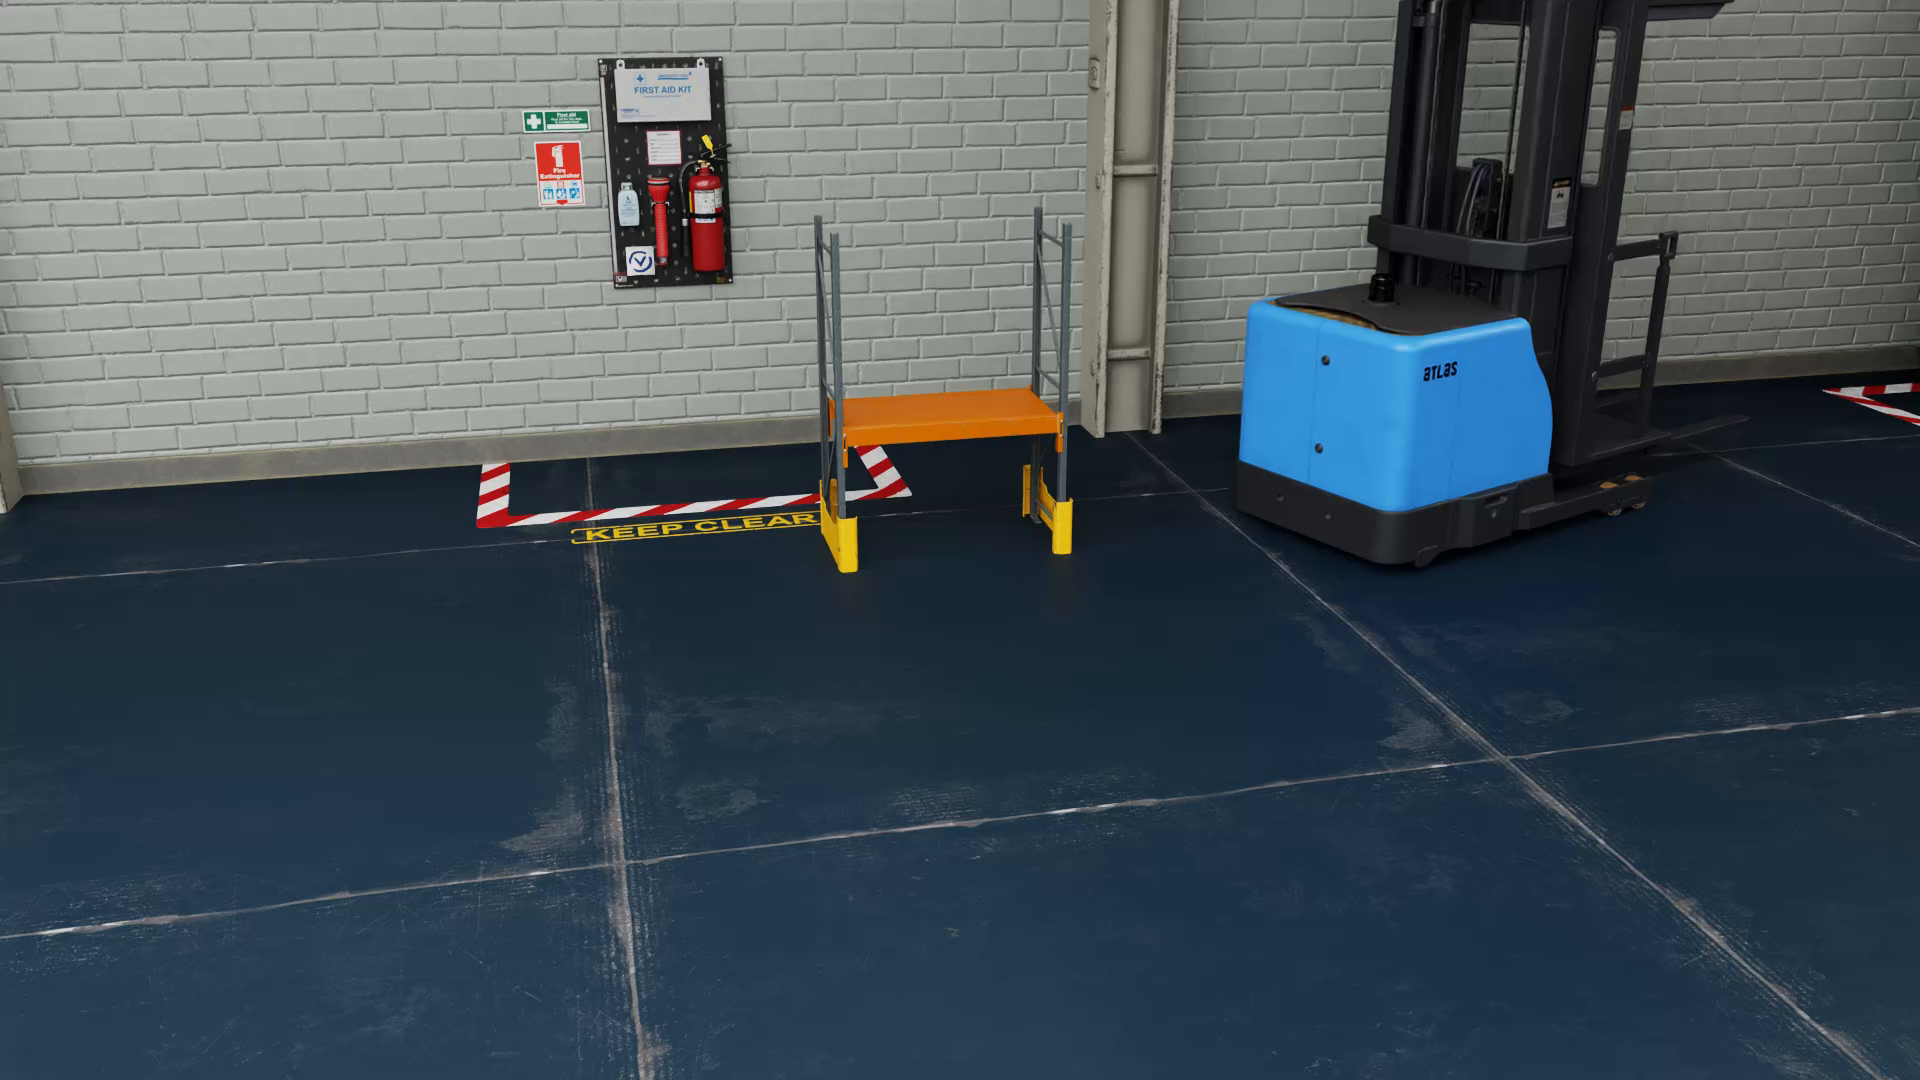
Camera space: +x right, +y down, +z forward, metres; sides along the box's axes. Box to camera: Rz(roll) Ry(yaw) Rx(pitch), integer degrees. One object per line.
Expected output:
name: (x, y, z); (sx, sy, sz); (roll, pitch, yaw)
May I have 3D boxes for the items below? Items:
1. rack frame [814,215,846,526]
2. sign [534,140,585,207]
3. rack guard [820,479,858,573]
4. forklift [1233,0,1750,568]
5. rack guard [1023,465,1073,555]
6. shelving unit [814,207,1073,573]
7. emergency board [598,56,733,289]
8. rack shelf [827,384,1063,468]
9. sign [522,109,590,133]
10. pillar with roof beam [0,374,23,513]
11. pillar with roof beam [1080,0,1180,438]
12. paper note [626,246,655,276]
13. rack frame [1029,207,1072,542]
rack frame: (-0.578, -0.657, 7.428); (0.032, 1.500, 0.500); (-5, 21, -12)
sign: (-2.053, -1.879, 8.531); (0.234, 0.329, 0.001); (-5, 21, -12)
rack guard: (-0.559, -0.072, 7.648); (0.087, 0.250, 0.587); (-5, 21, -12)
forklift: (2.826, -1.628, 7.999); (3.031, 2.935, 1.130); (-13, 24, -32)
rack guard: (0.410, -0.151, 7.863); (0.087, 0.250, 0.587); (-5, 21, -12)
shelving unit: (-0.074, -0.698, 7.540); (1.083, 1.500, 0.587); (-5, 21, -12)
emergency board: (-1.491, -1.871, 8.562); (0.643, 1.169, 0.194); (-5, 21, -12)
rack shelf: (-0.083, -0.529, 7.600); (1.000, 0.185, 0.538); (-5, 21, -12)
sign: (-2.047, -2.125, 8.433); (0.331, 0.109, 0.001); (-5, 21, -12)
pillar with roof beam: (-3.926, -2.955, 2.799); (0.400, 9.000, 9.100); (-5, 21, -12)
pillar with roof beam: (1.913, -3.430, 4.096); (0.400, 9.000, 9.100); (-5, 21, -12)
paper note: (-1.680, -1.467, 8.739); (0.142, 0.148, 0.016); (-5, 21, -12)
rack frame: (0.412, -0.738, 7.648); (0.032, 1.500, 0.500); (-5, 21, -12)
